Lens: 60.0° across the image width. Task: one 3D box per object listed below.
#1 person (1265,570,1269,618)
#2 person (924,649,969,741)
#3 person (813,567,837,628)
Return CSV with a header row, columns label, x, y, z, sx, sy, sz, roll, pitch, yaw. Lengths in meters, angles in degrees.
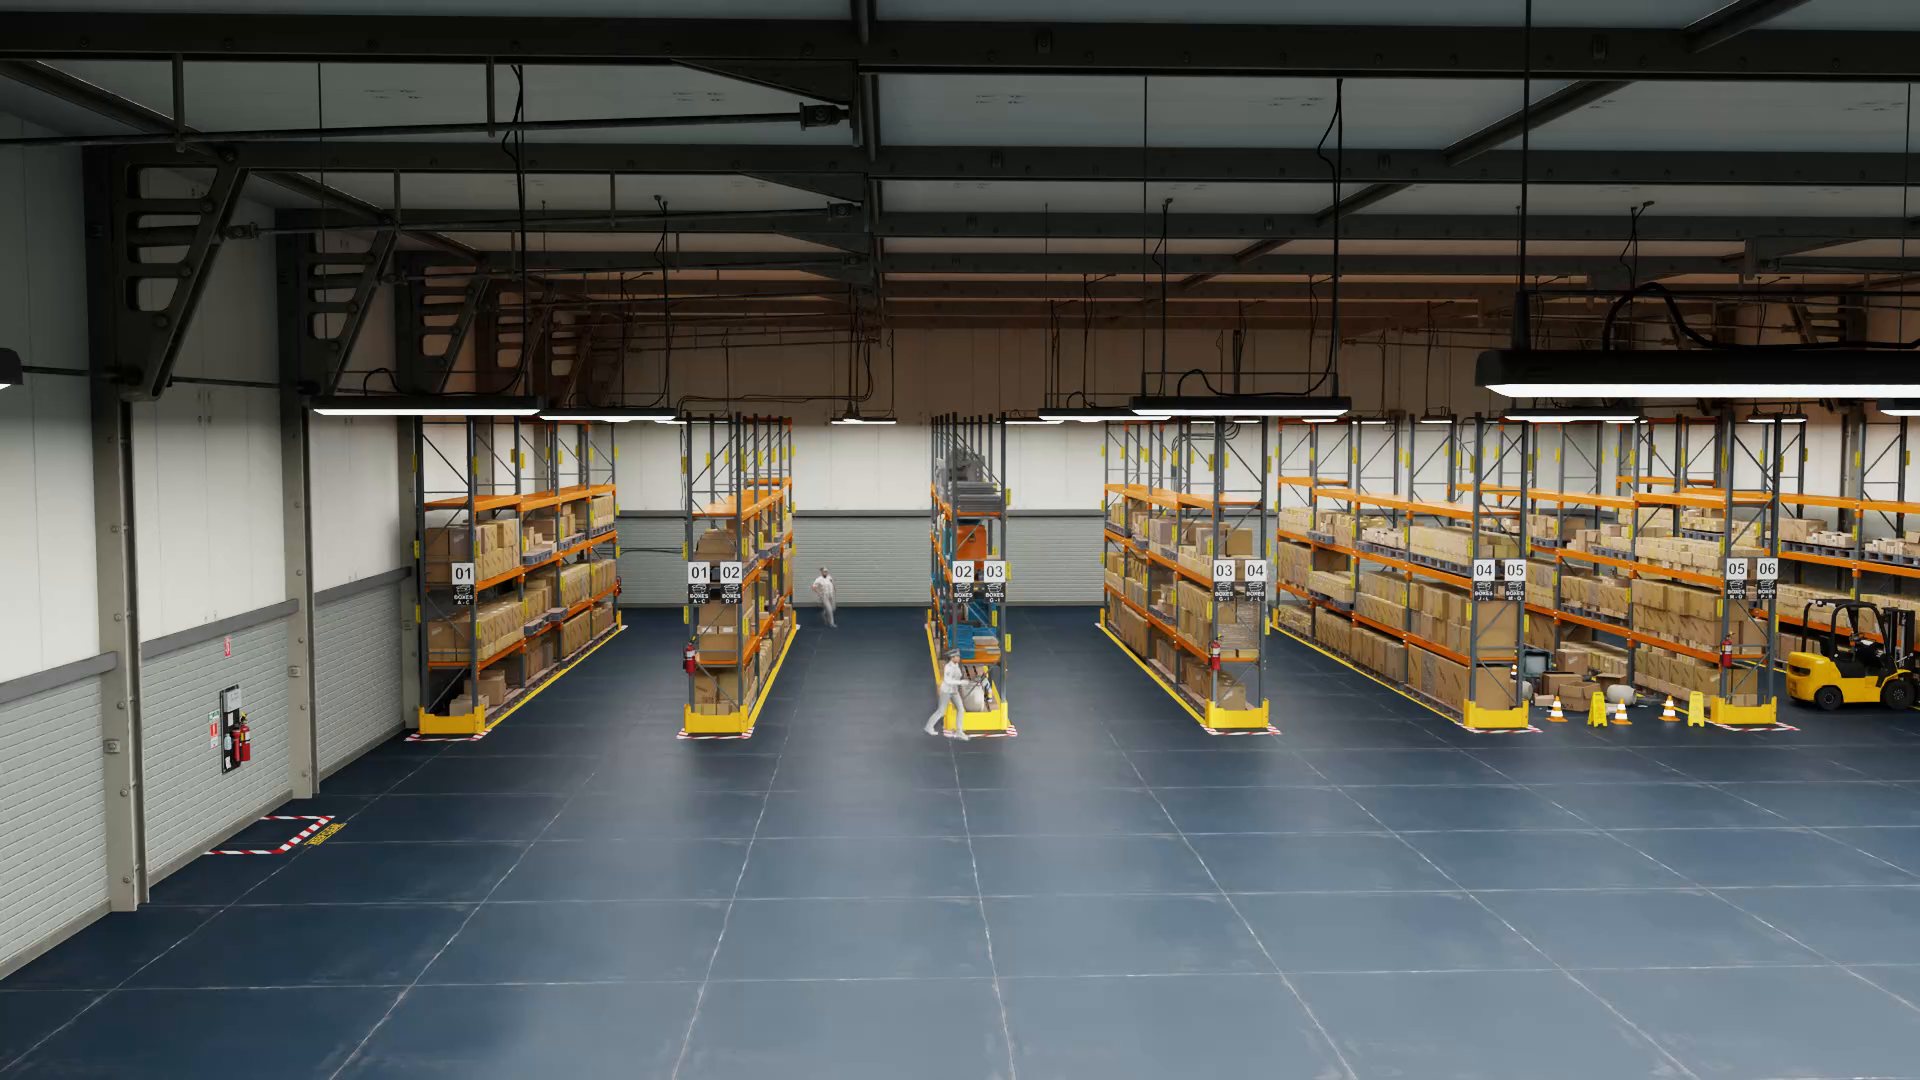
label,x,y,z,sx,sy,sz,roll,pitch,yaw
person,8.839,1.497,48.985,0.638,1.839,0.772,3,5,41
person,-0.229,2.814,30.442,0.902,1.696,0.528,2,4,30
person,-3.873,1.626,47.672,0.658,1.740,0.760,-3,5,-39
